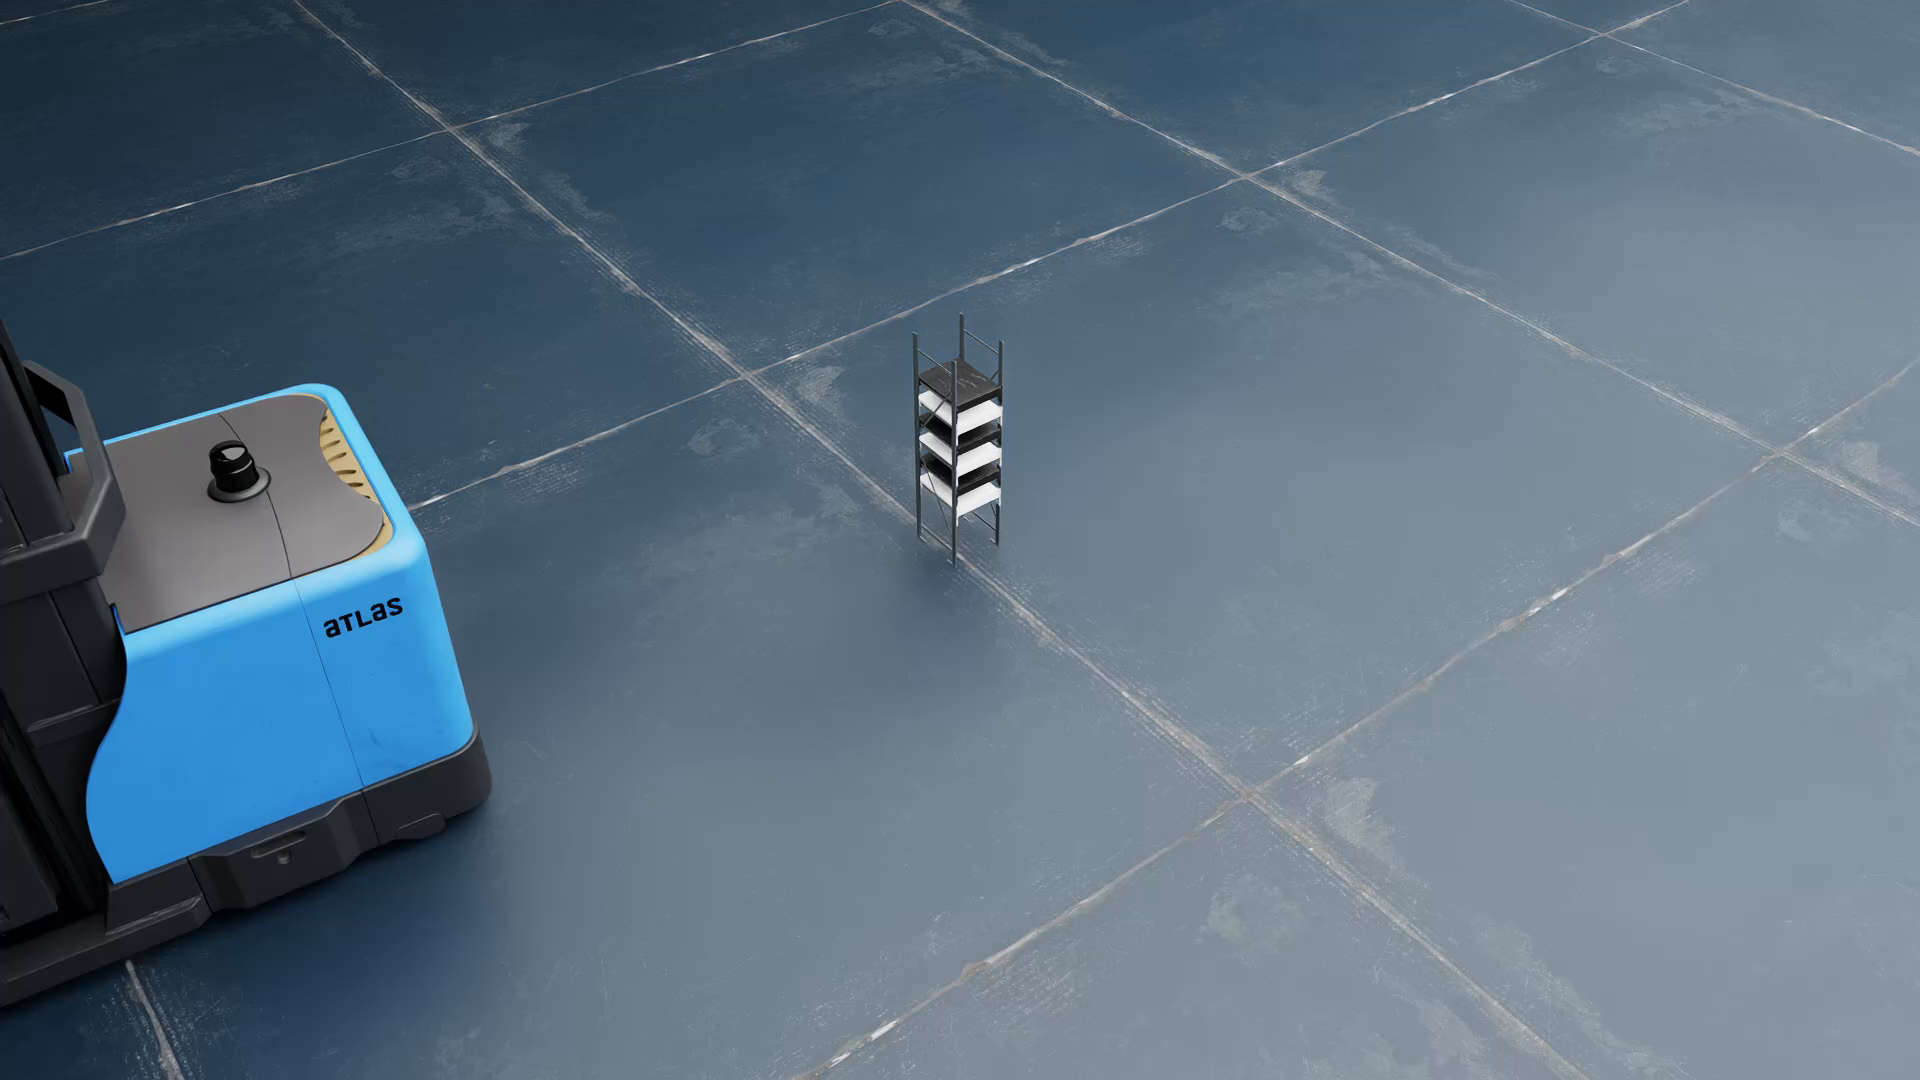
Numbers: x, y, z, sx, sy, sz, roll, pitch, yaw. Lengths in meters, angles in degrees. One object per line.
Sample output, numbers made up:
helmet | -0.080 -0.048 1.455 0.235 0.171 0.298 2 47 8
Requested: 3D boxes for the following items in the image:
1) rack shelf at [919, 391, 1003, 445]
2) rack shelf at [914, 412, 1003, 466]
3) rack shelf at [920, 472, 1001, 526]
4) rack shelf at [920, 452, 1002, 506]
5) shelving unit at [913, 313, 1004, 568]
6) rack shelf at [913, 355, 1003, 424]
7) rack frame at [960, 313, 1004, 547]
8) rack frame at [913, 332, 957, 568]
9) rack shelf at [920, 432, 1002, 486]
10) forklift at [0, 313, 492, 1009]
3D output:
rack shelf | -0.006 -0.458 5.868 0.200 0.077 0.258 -26 46 -28
rack shelf | -0.006 -0.389 5.925 0.200 0.077 0.258 -26 46 -28
rack shelf | -0.006 -0.180 6.096 0.200 0.077 0.258 -26 46 -28
rack shelf | -0.006 -0.249 6.039 0.200 0.077 0.258 -26 46 -28
shelving unit | -0.006 -0.345 5.961 0.210 0.900 0.258 -26 46 -28
rack shelf | -0.006 -0.528 5.811 0.200 0.077 0.258 -26 46 -28
rack frame | 0.074 -0.384 6.009 0.006 0.900 0.240 -26 46 -28
rack frame | -0.087 -0.305 5.913 0.006 0.900 0.240 -26 46 -28
rack shelf | -0.006 -0.319 5.982 0.200 0.077 0.258 -26 46 -28
forklift | -2.992 -0.069 4.023 3.031 2.935 1.130 -21 44 -24
